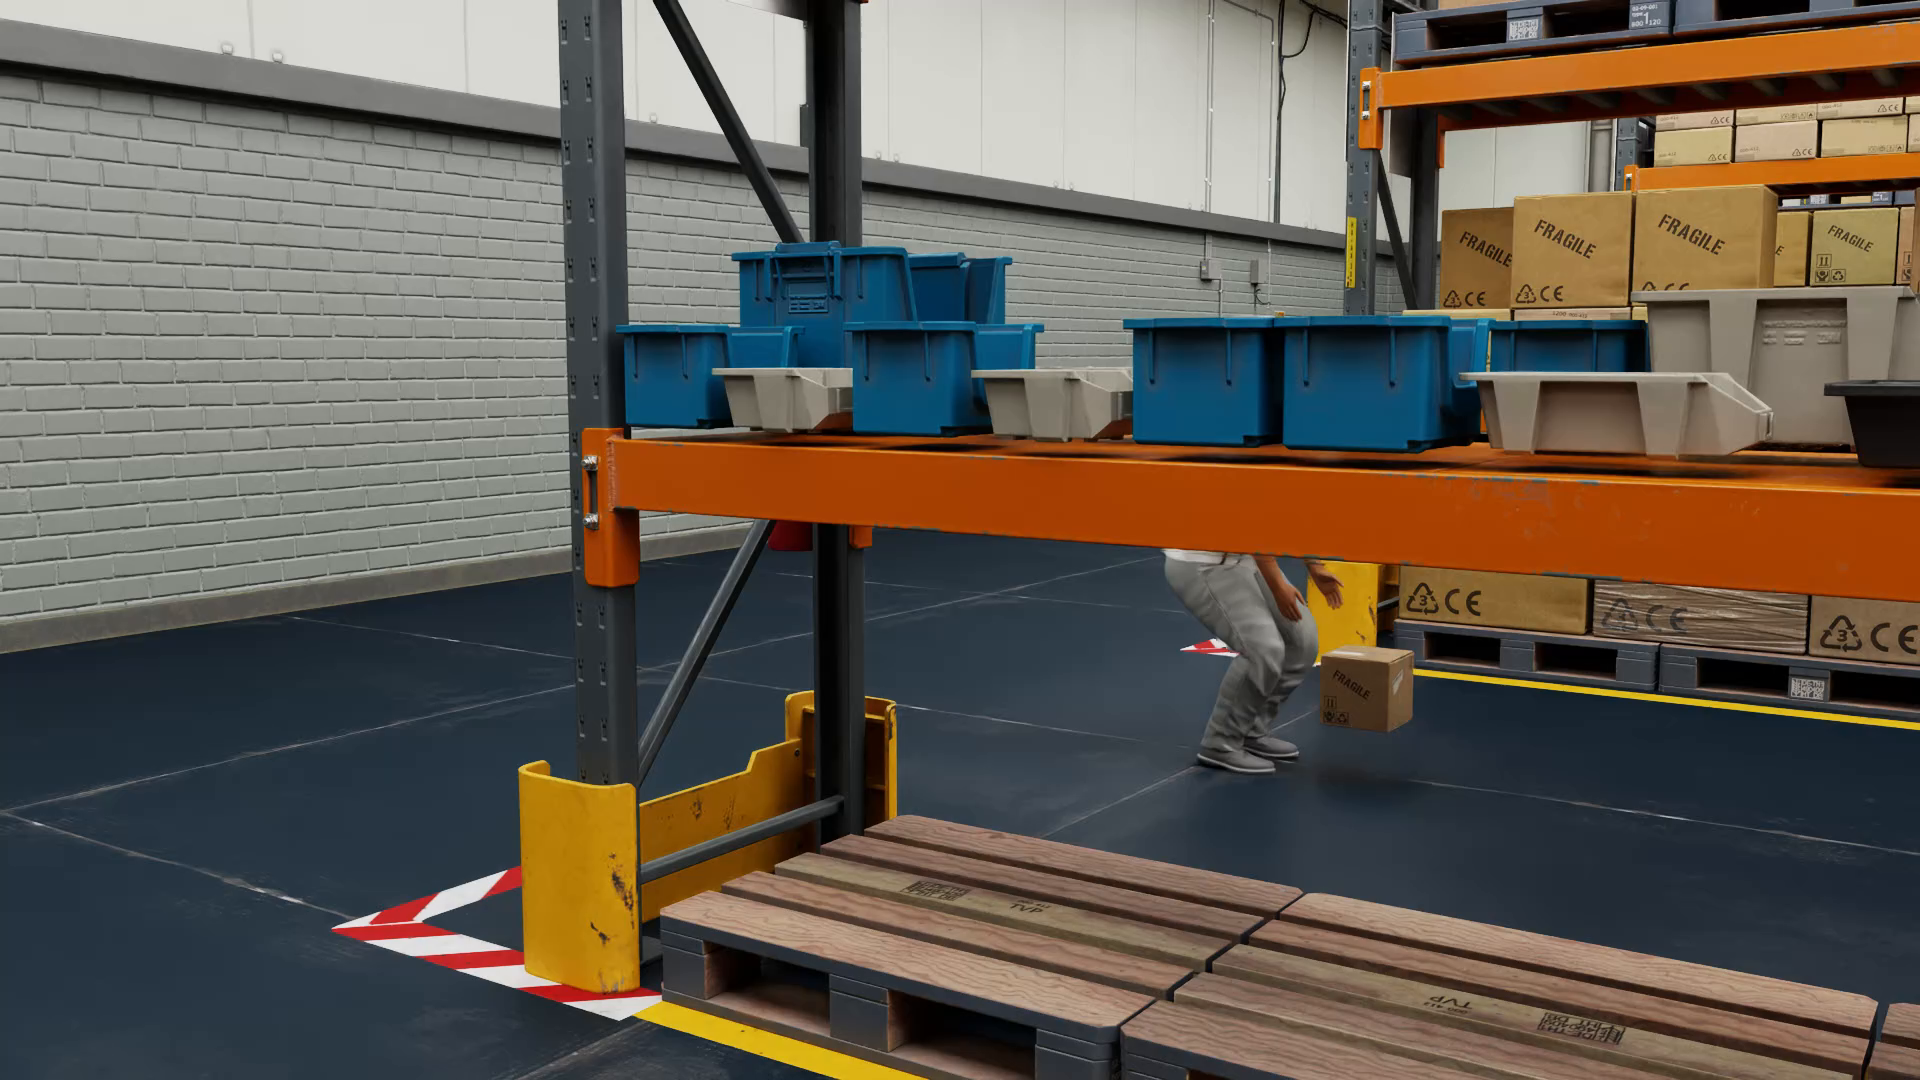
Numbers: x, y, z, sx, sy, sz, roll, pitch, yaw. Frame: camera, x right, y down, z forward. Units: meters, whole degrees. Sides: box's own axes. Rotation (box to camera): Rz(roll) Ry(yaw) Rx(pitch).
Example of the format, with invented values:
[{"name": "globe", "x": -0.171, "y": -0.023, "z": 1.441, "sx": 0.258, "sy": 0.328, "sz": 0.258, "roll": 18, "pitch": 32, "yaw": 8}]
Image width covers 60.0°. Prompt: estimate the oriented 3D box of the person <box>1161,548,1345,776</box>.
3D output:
[{"name": "person", "x": 1.106, "y": 0.112, "z": 6.100, "sx": 0.691, "sy": 1.432, "sz": 0.532, "roll": 4, "pitch": 8, "yaw": 34}]
